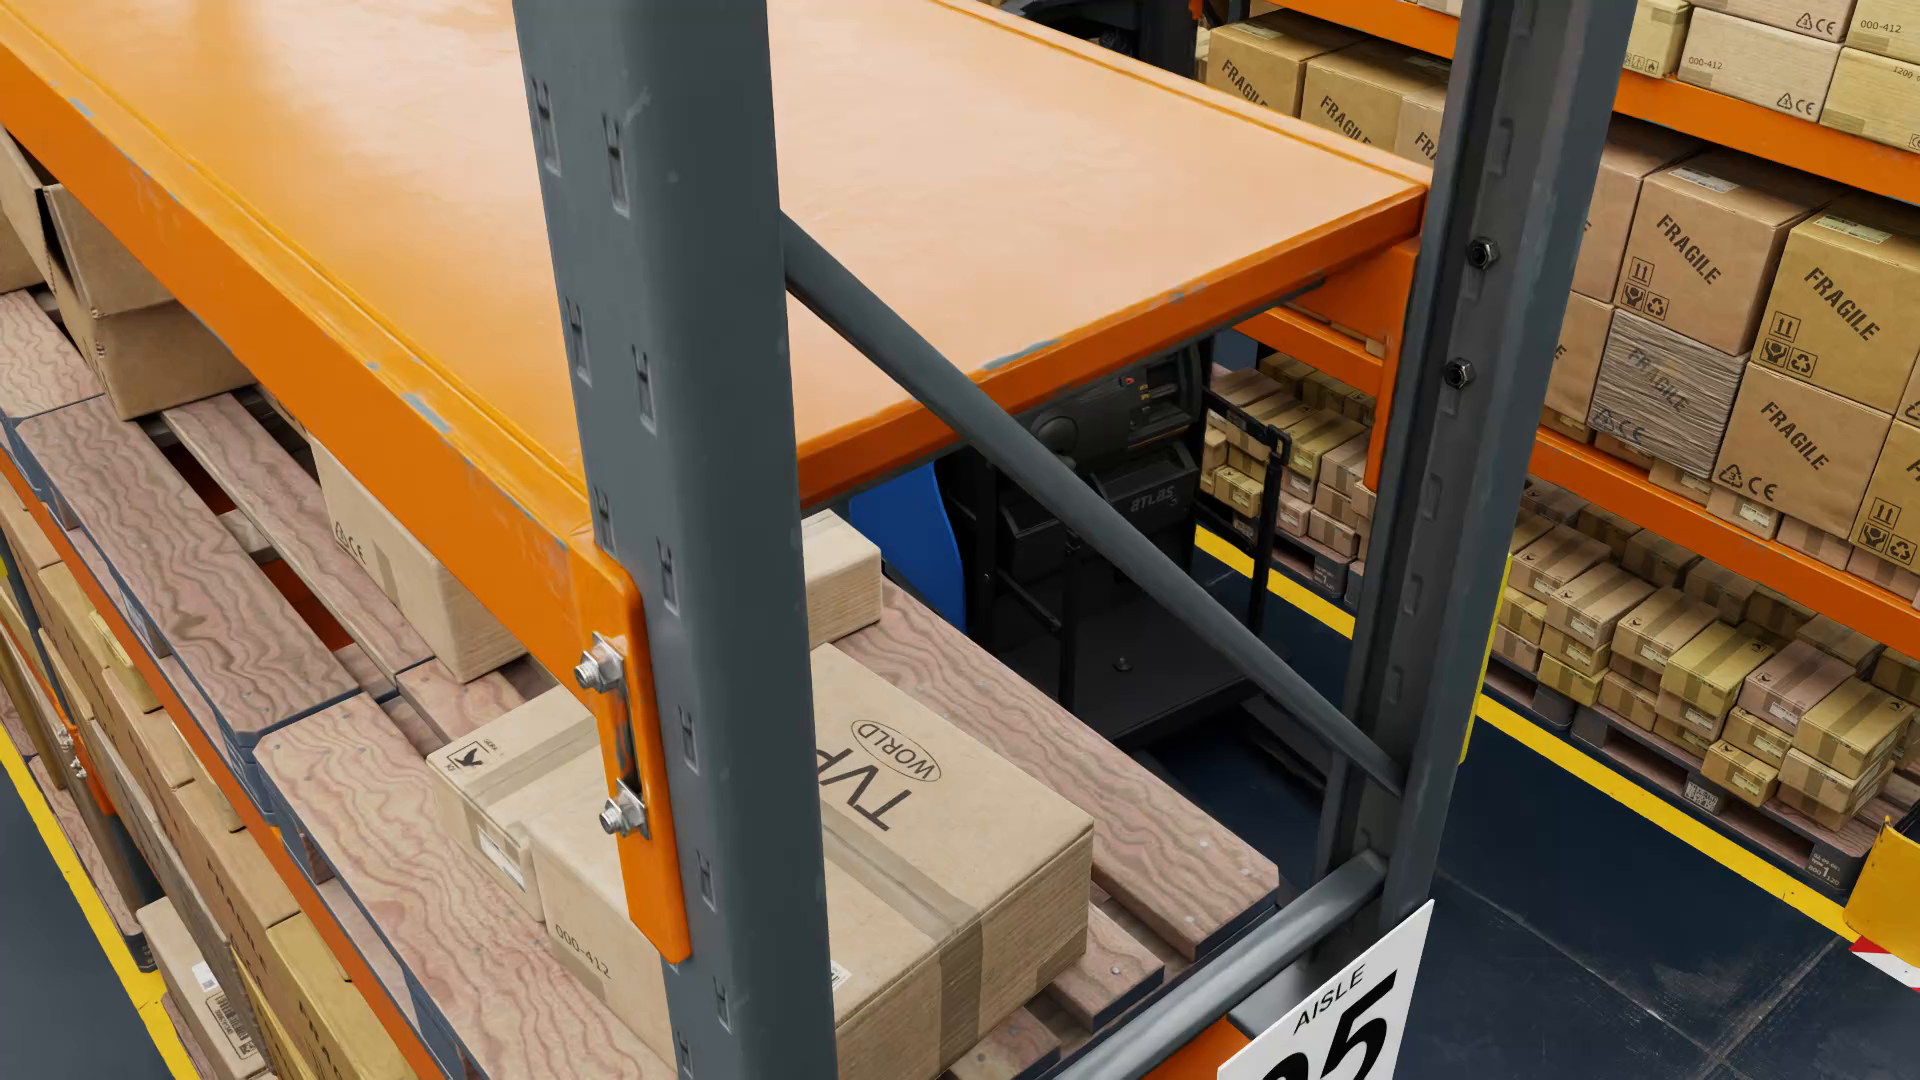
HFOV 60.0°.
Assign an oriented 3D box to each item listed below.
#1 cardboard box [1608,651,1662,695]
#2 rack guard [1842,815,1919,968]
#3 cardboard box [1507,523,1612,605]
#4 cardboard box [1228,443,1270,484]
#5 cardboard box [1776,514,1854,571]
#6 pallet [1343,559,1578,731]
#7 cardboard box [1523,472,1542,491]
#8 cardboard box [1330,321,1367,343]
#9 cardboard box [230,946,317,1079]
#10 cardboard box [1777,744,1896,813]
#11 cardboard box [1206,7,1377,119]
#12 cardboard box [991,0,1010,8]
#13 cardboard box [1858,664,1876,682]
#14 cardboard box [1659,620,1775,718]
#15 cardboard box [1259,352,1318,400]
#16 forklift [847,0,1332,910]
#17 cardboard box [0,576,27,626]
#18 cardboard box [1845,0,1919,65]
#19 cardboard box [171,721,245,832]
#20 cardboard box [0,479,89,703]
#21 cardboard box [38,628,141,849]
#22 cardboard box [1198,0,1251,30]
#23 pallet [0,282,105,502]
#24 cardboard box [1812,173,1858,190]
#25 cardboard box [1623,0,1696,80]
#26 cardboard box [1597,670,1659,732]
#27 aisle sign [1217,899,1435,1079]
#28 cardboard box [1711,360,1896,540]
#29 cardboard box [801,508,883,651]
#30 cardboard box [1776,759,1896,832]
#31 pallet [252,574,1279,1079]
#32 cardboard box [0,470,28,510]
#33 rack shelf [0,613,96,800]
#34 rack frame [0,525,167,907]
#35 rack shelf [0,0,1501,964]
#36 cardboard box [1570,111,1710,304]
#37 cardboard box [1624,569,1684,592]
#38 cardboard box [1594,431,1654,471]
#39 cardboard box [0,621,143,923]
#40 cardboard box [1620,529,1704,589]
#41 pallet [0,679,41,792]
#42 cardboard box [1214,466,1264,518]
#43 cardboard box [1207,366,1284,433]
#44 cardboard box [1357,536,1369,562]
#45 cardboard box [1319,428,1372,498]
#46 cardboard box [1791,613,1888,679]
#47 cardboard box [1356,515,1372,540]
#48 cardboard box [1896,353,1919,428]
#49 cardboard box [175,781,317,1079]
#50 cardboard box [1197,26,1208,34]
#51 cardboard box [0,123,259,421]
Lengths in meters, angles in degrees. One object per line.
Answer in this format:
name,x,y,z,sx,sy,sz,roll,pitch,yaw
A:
cardboard box,2.902,0.451,6.864,0.380,0.149,0.250,-27,43,-32
rack guard,3.843,1.079,6.294,1.175,0.500,0.348,-26,43,-32
cardboard box,2.554,0.110,7.088,0.380,0.149,0.250,-28,44,-33
cardboard box,1.532,-0.445,8.129,0.380,0.149,0.250,-26,43,-31
cardboard box,3.160,-0.072,5.974,0.380,0.149,0.250,-26,43,-32
pallet,2.562,0.287,7.663,1.003,0.211,1.213,-26,43,-32
cardboard box,2.637,-0.316,7.689,0.380,0.149,0.250,-28,44,-33
cardboard box,1.850,-1.017,7.308,0.380,0.149,0.250,-28,44,-34
cardboard box,-1.333,1.155,3.938,0.500,0.500,0.500,-25,42,-30
cardboard box,3.333,0.837,6.319,0.380,0.149,0.250,-27,44,-33
cardboard box,1.416,-1.954,7.204,0.500,0.500,0.500,-25,42,-31
cardboard box,0.396,-3.019,9.256,0.380,0.149,0.250,-25,42,-30
cardboard box,3.616,0.494,6.803,0.380,0.149,0.250,-26,43,-32
cardboard box,2.974,0.503,6.533,0.380,0.149,0.250,-27,43,-33
cardboard box,1.739,-0.864,8.464,0.380,0.149,0.250,-25,42,-31
forklift,0.688,-0.483,6.396,1.130,2.935,3.031,-21,40,-26
cardboard box,-2.876,-0.029,5.393,0.500,0.250,0.500,-26,43,-32
cardboard box,3.069,-1.608,5.027,0.500,0.250,0.500,-27,44,-33
cardboard box,-1.432,0.419,3.550,0.380,0.149,0.250,-26,43,-32
cardboard box,-2.283,0.069,4.606,0.500,0.500,0.500,-26,43,-31
cardboard box,-2.303,0.481,4.888,0.500,0.500,0.500,-25,42,-30
cardboard box,2.136,-4.693,14.063,0.700,0.500,0.500,-29,44,-34
pallet,-1.886,-0.605,3.991,1.003,0.211,1.213,-26,43,-32
cardboard box,3.156,-1.233,6.187,0.500,0.500,0.500,-27,43,-33
cardboard box,2.393,-1.846,5.796,0.500,0.250,0.500,-24,42,-30
cardboard box,2.876,0.601,6.909,0.380,0.149,0.250,-26,43,-31
aisle sign,0.444,0.846,2.211,0.394,0.787,0.004,-26,43,-32
cardboard box,3.077,-0.401,5.878,0.500,0.500,0.500,-27,43,-32
cardboard box,-0.351,0.083,2.709,0.380,0.149,0.250,-24,42,-30
cardboard box,3.393,0.930,6.445,0.380,0.149,0.250,-25,42,-31
pallet,-0.311,0.472,2.470,1.003,0.211,1.213,-26,43,-32
cardboard box,-2.400,-0.260,4.509,0.380,0.149,0.250,-27,43,-32
rack shelf,-3.696,-0.372,6.803,1.077,0.370,4.000,-26,43,-32
rack frame,-2.406,0.217,5.348,1.000,3.000,0.127,-26,43,-32
rack shelf,-1.115,-0.891,2.691,1.077,0.370,4.000,-26,43,-32
cardboard box,2.393,-1.269,6.238,0.500,0.500,0.500,-28,44,-33
cardboard box,3.064,0.184,7.241,0.380,0.149,0.250,-28,44,-34
cardboard box,2.702,-0.445,6.500,0.380,0.149,0.250,-28,44,-34
cardboard box,-2.867,0.669,6.185,0.875,0.875,0.875,-25,42,-30
cardboard box,3.084,0.043,7.182,0.380,0.149,0.250,-24,42,-30
pallet,-3.753,0.504,7.356,1.003,0.211,1.213,-26,43,-32
cardboard box,1.472,-0.283,8.158,0.380,0.149,0.250,-25,42,-31
cardboard box,1.375,-0.695,8.224,0.380,0.149,0.250,-24,42,-30
cardboard box,2.074,0.006,7.749,0.380,0.149,0.250,-28,44,-34
cardboard box,1.894,-0.351,7.739,0.380,0.149,0.250,-27,43,-33
cardboard box,3.543,0.407,6.669,0.380,0.149,0.250,-25,42,-31
cardboard box,2.048,-0.101,7.643,0.380,0.149,0.250,-24,42,-30
cardboard box,3.407,-0.587,5.274,0.500,0.500,0.500,-27,43,-33
cardboard box,-1.317,0.748,3.646,0.500,0.500,0.500,-26,43,-32
cardboard box,1.060,-2.566,8.617,0.380,0.149,0.250,-26,43,-31
cardboard box,-1.511,-0.678,3.477,0.797,0.503,0.637,-23,41,-28
